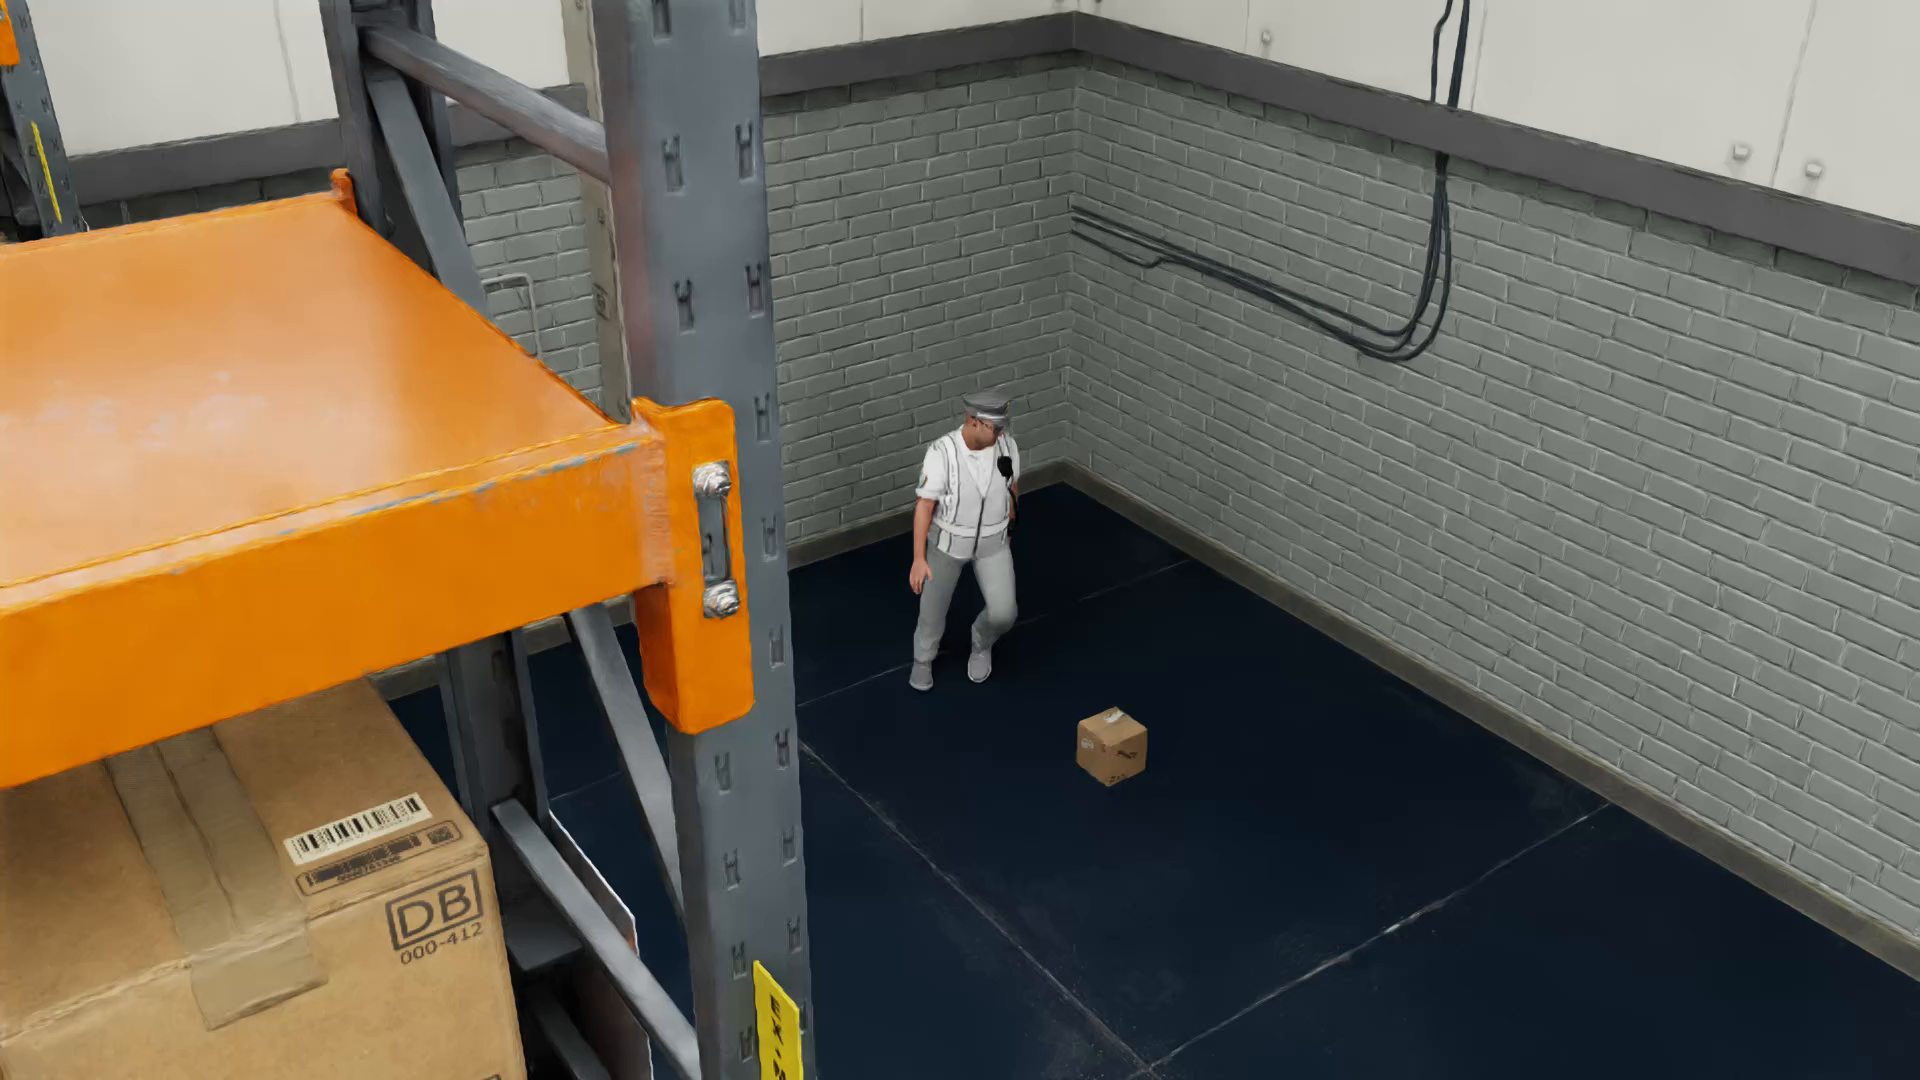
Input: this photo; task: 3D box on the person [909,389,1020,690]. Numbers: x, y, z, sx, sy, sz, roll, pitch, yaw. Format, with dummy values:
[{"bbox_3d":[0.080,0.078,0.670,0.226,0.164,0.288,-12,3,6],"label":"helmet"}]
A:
[{"bbox_3d":[0.018,0.020,8.585,0.627,1.711,0.523,-5,29,-9],"label":"person"}]
